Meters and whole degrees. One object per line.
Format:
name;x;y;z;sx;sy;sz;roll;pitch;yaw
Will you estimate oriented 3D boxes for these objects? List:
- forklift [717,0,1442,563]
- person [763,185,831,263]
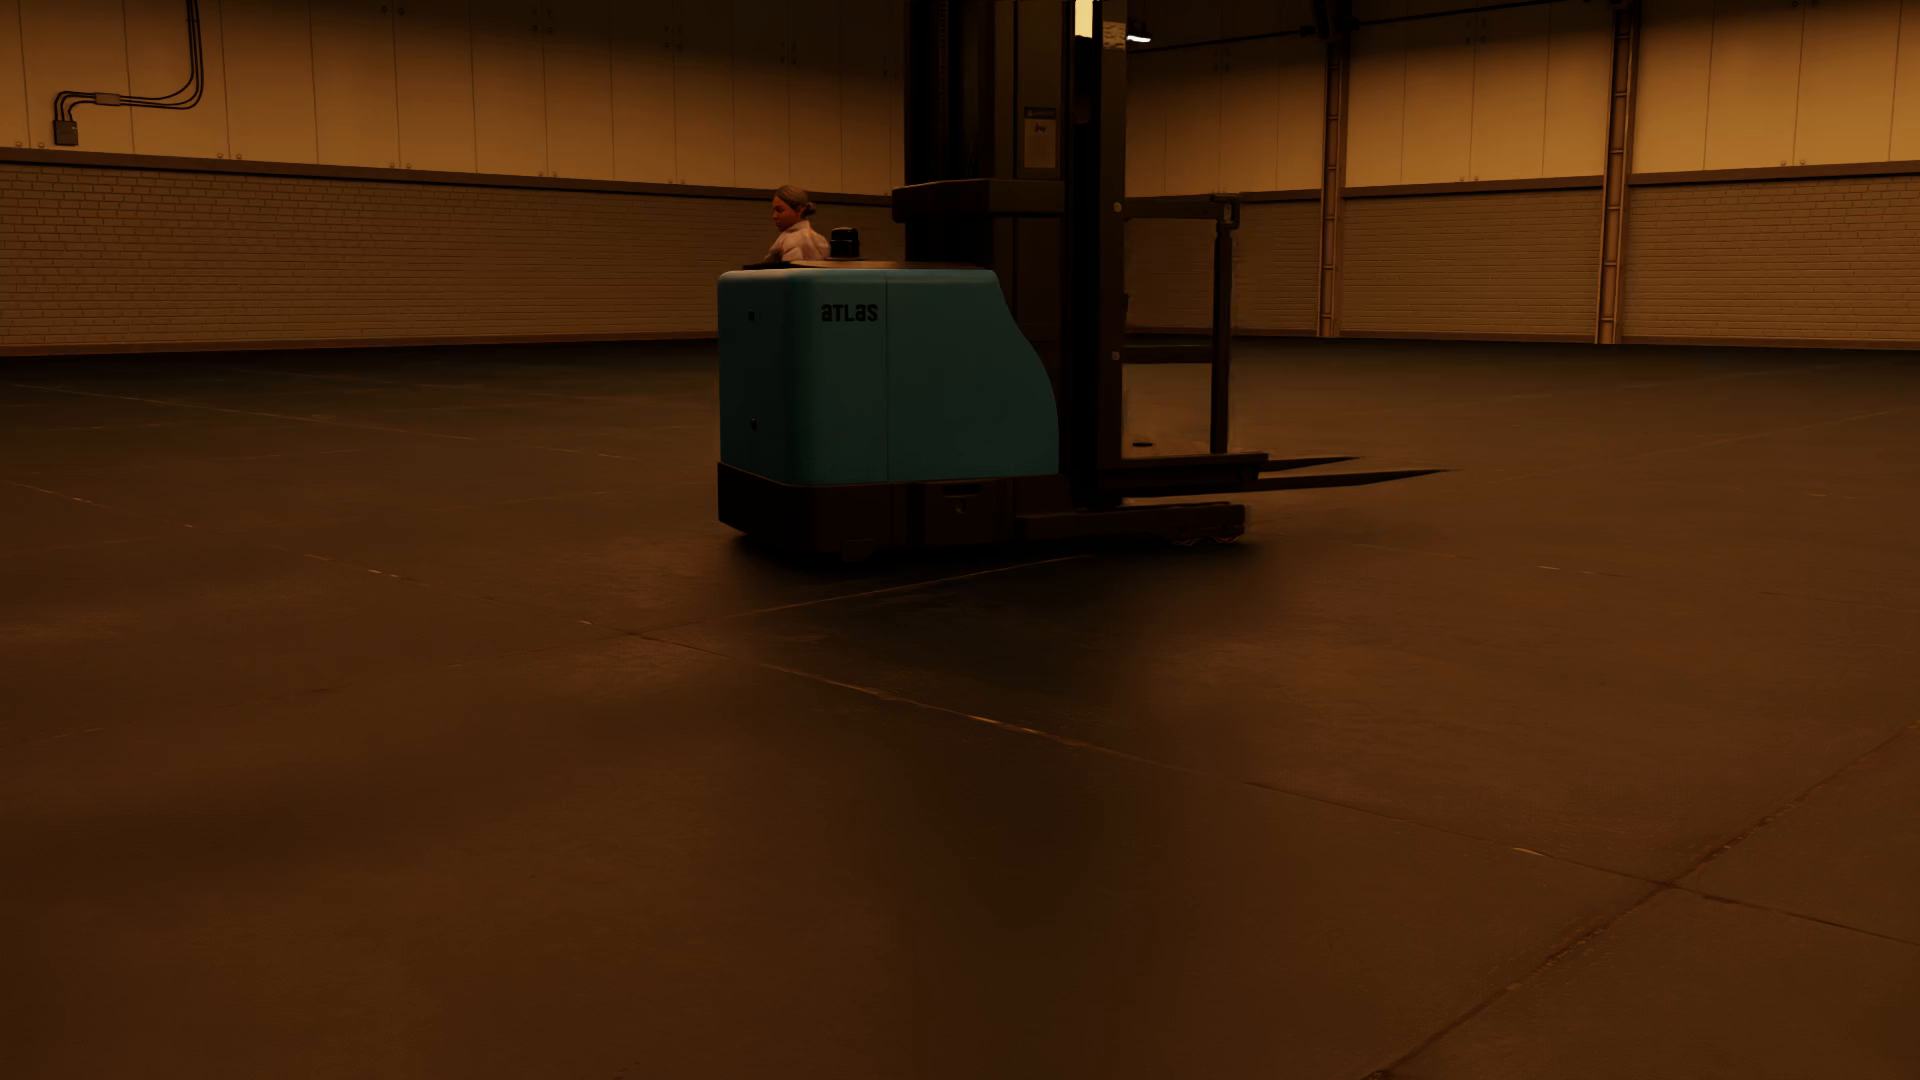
forklift;0.581;-1.487;6.752;3.031;2.935;1.130;-4;9;-23
person;-0.907;-1.135;9.075;0.533;1.574;0.776;-8;12;-42
